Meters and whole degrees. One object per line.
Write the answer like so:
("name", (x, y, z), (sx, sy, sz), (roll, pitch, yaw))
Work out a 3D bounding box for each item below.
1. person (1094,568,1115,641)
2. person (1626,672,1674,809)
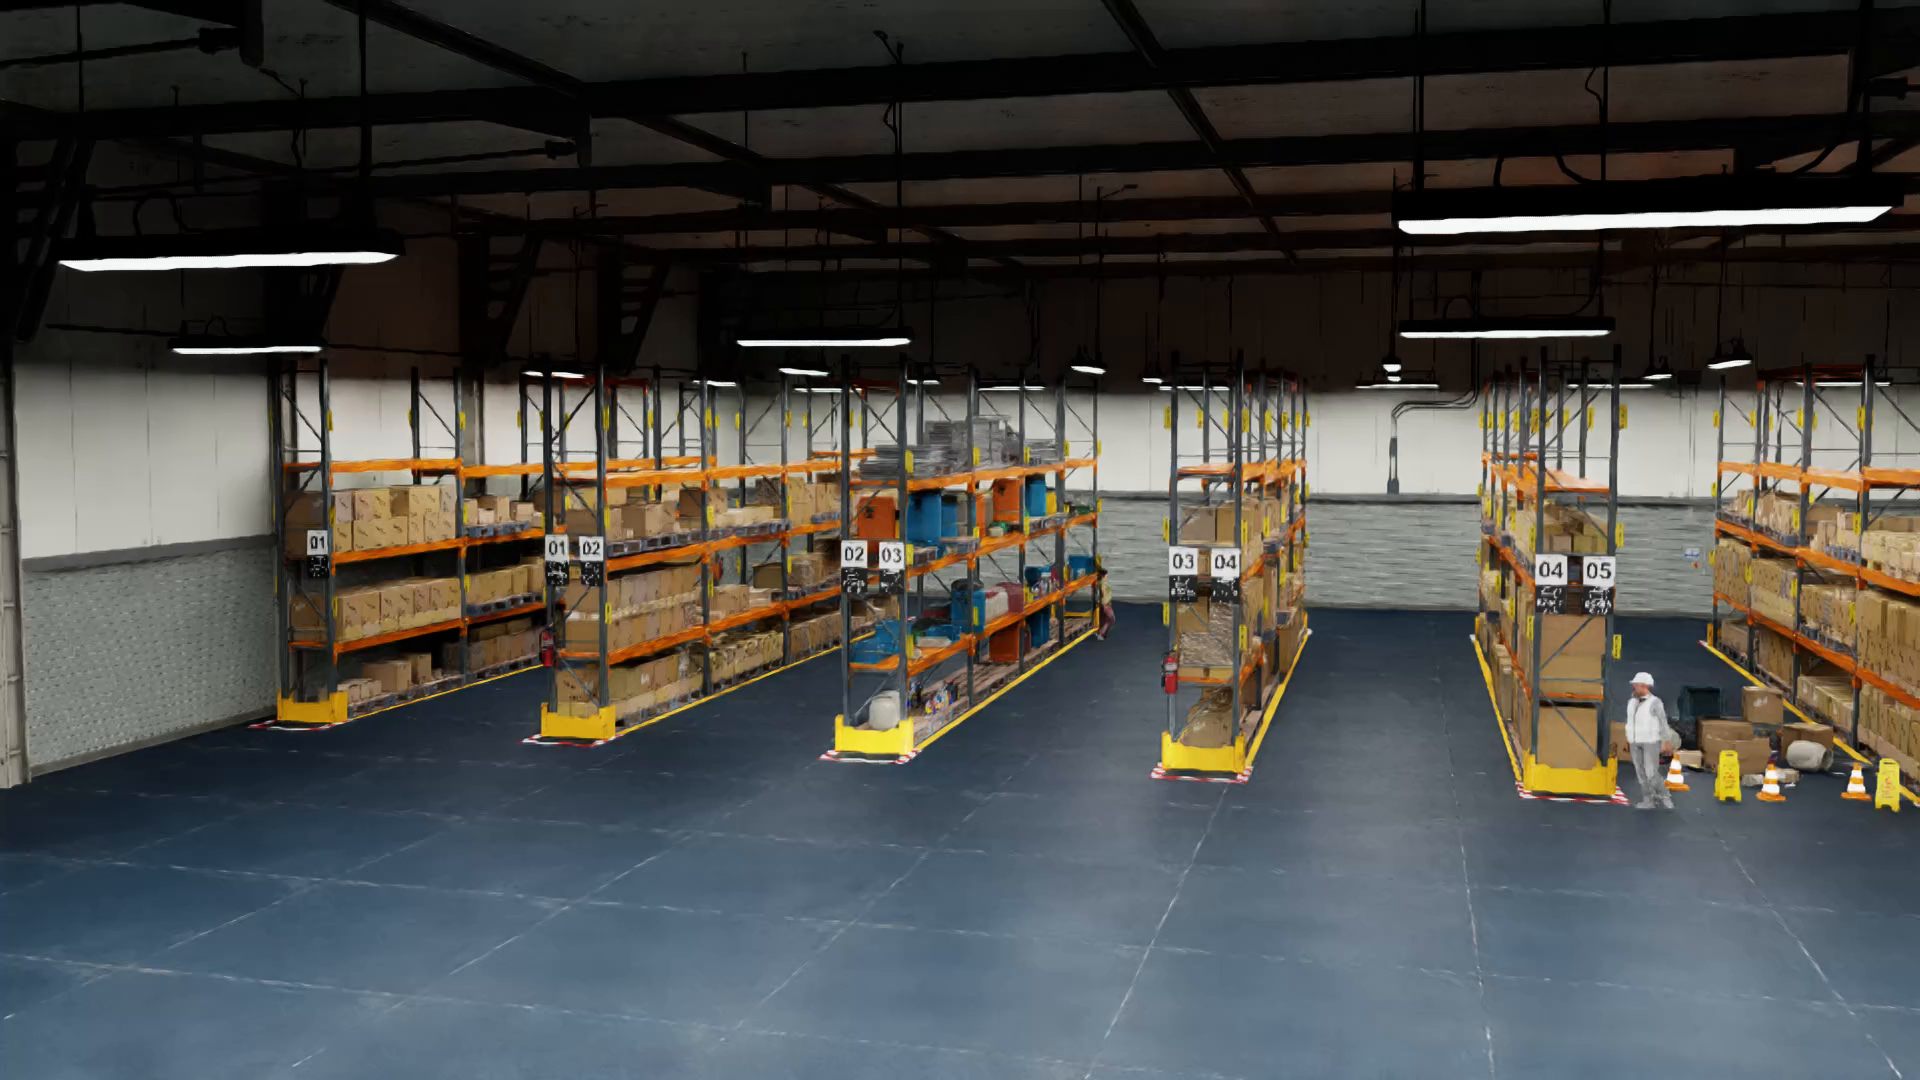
("person", (3.239, 1.466, 37.579), (0.435, 1.671, 0.492), (-1, 4, -11))
("person", (8.864, 2.584, 21.365), (0.461, 1.761, 0.663), (-2, 5, -27))
